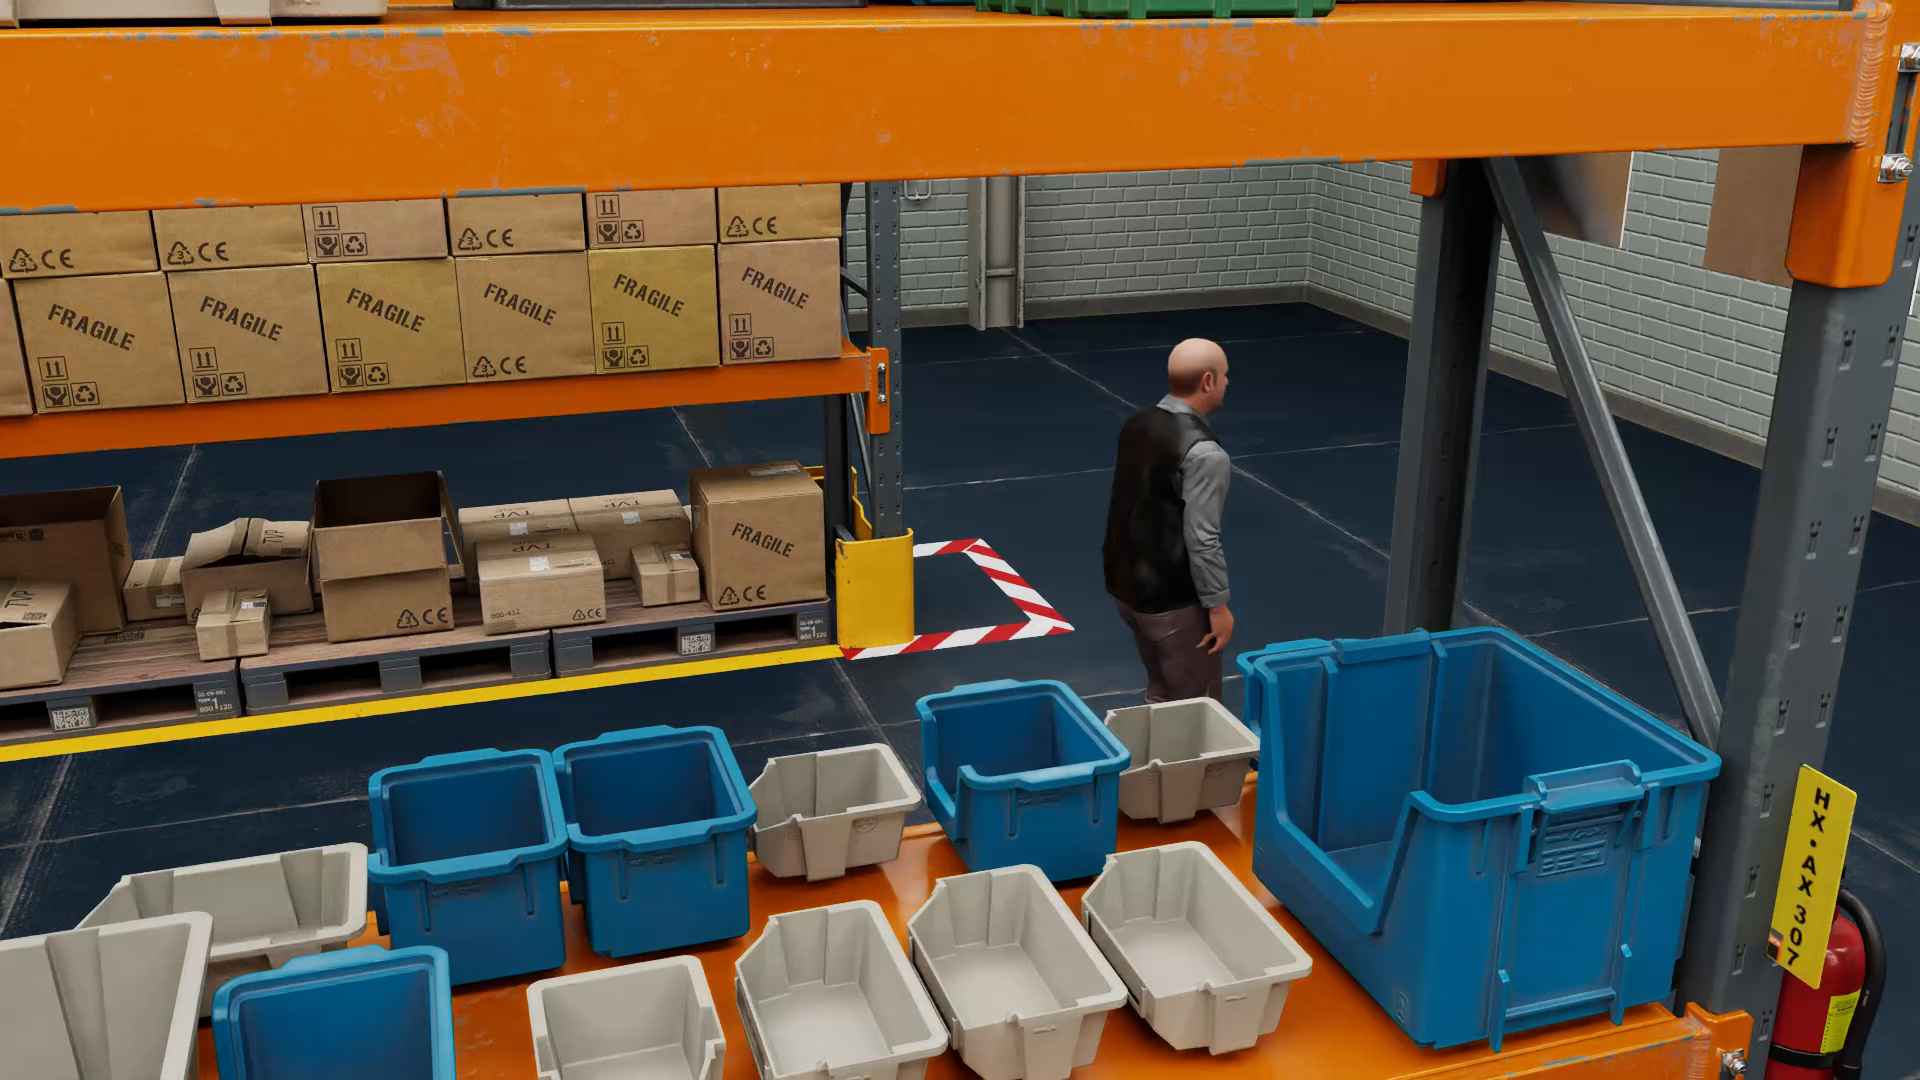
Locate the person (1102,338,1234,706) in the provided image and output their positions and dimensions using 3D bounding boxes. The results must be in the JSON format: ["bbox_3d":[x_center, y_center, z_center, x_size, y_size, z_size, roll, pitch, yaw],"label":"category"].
[{"bbox_3d":[0.726,0.179,5.586,0.475,1.720,0.587,-7,20,-20],"label":"person"}]
